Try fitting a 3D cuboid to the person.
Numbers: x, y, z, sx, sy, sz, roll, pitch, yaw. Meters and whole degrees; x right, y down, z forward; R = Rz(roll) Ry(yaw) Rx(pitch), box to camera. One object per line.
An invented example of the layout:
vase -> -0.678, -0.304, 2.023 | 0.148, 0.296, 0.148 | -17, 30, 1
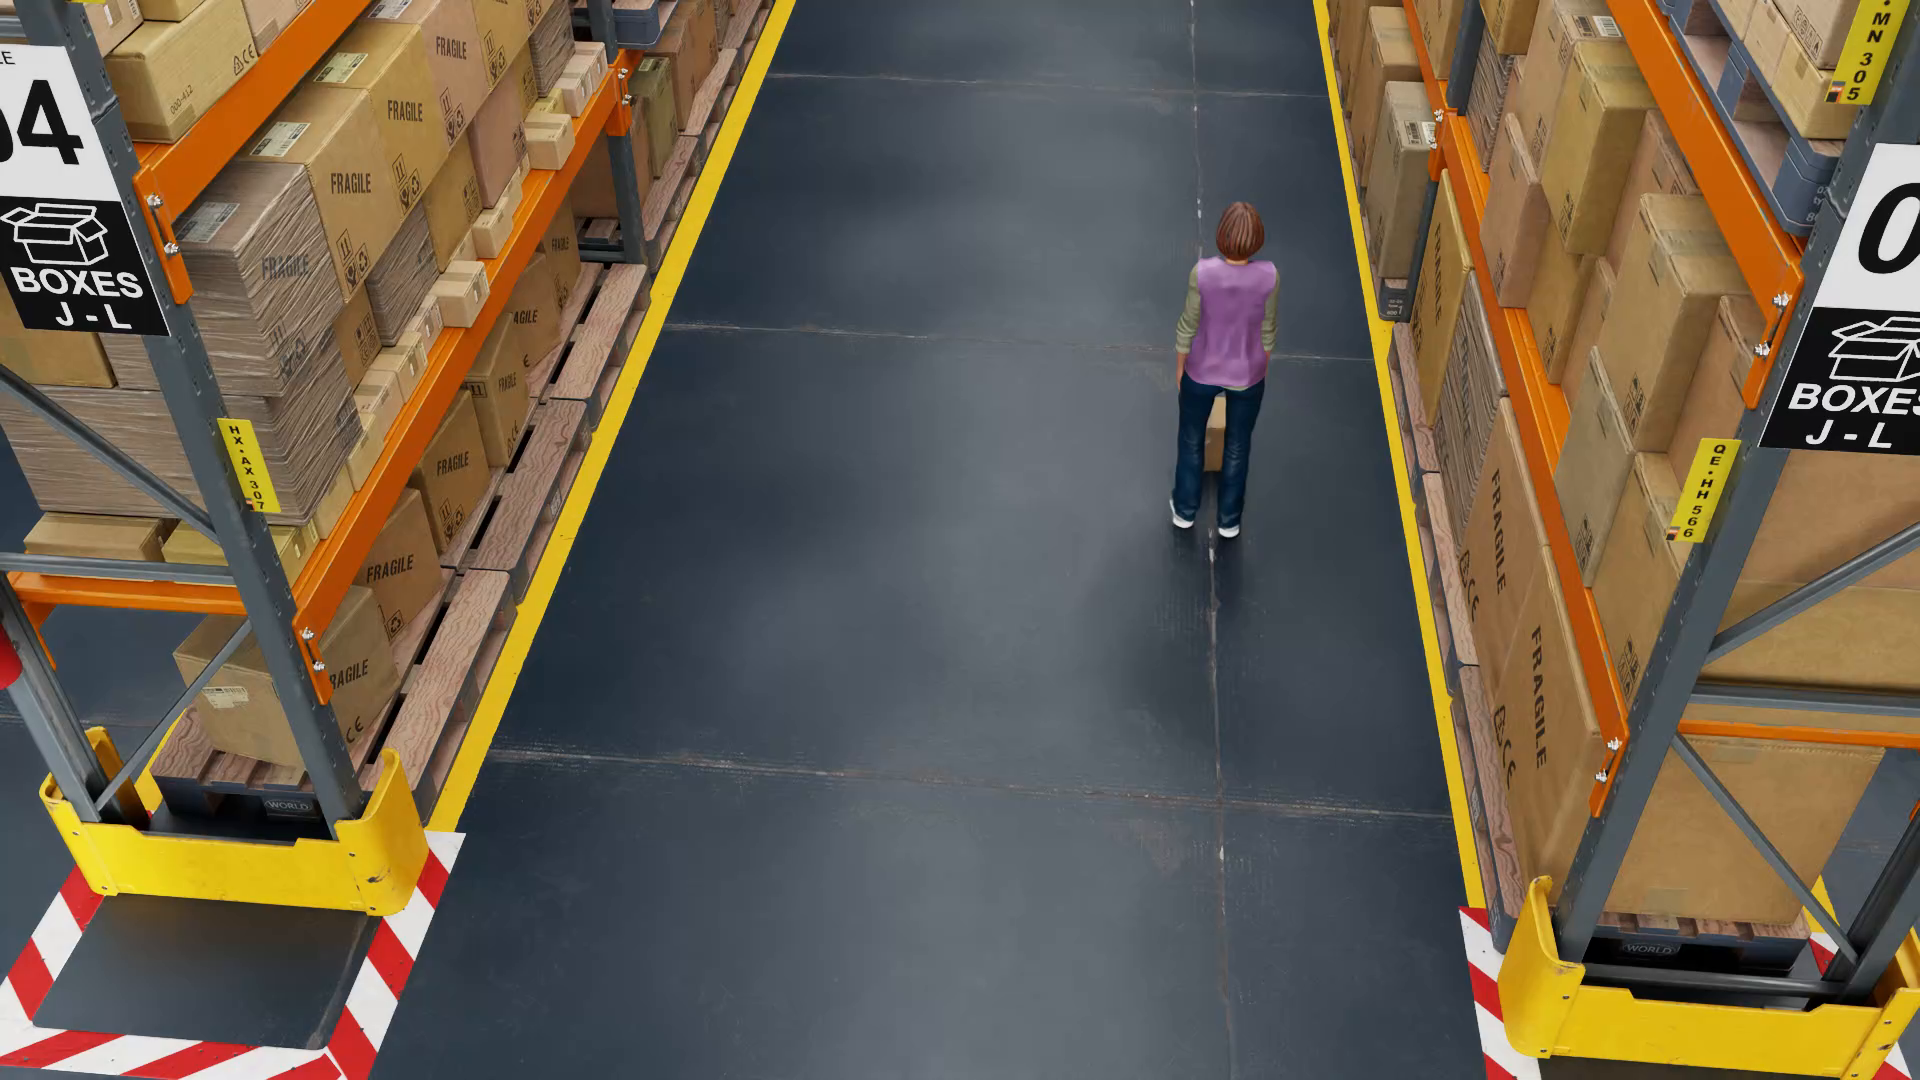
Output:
person -> 1.086, -0.572, 7.184 | 0.463, 1.143, 0.725 | 3, 41, 4
